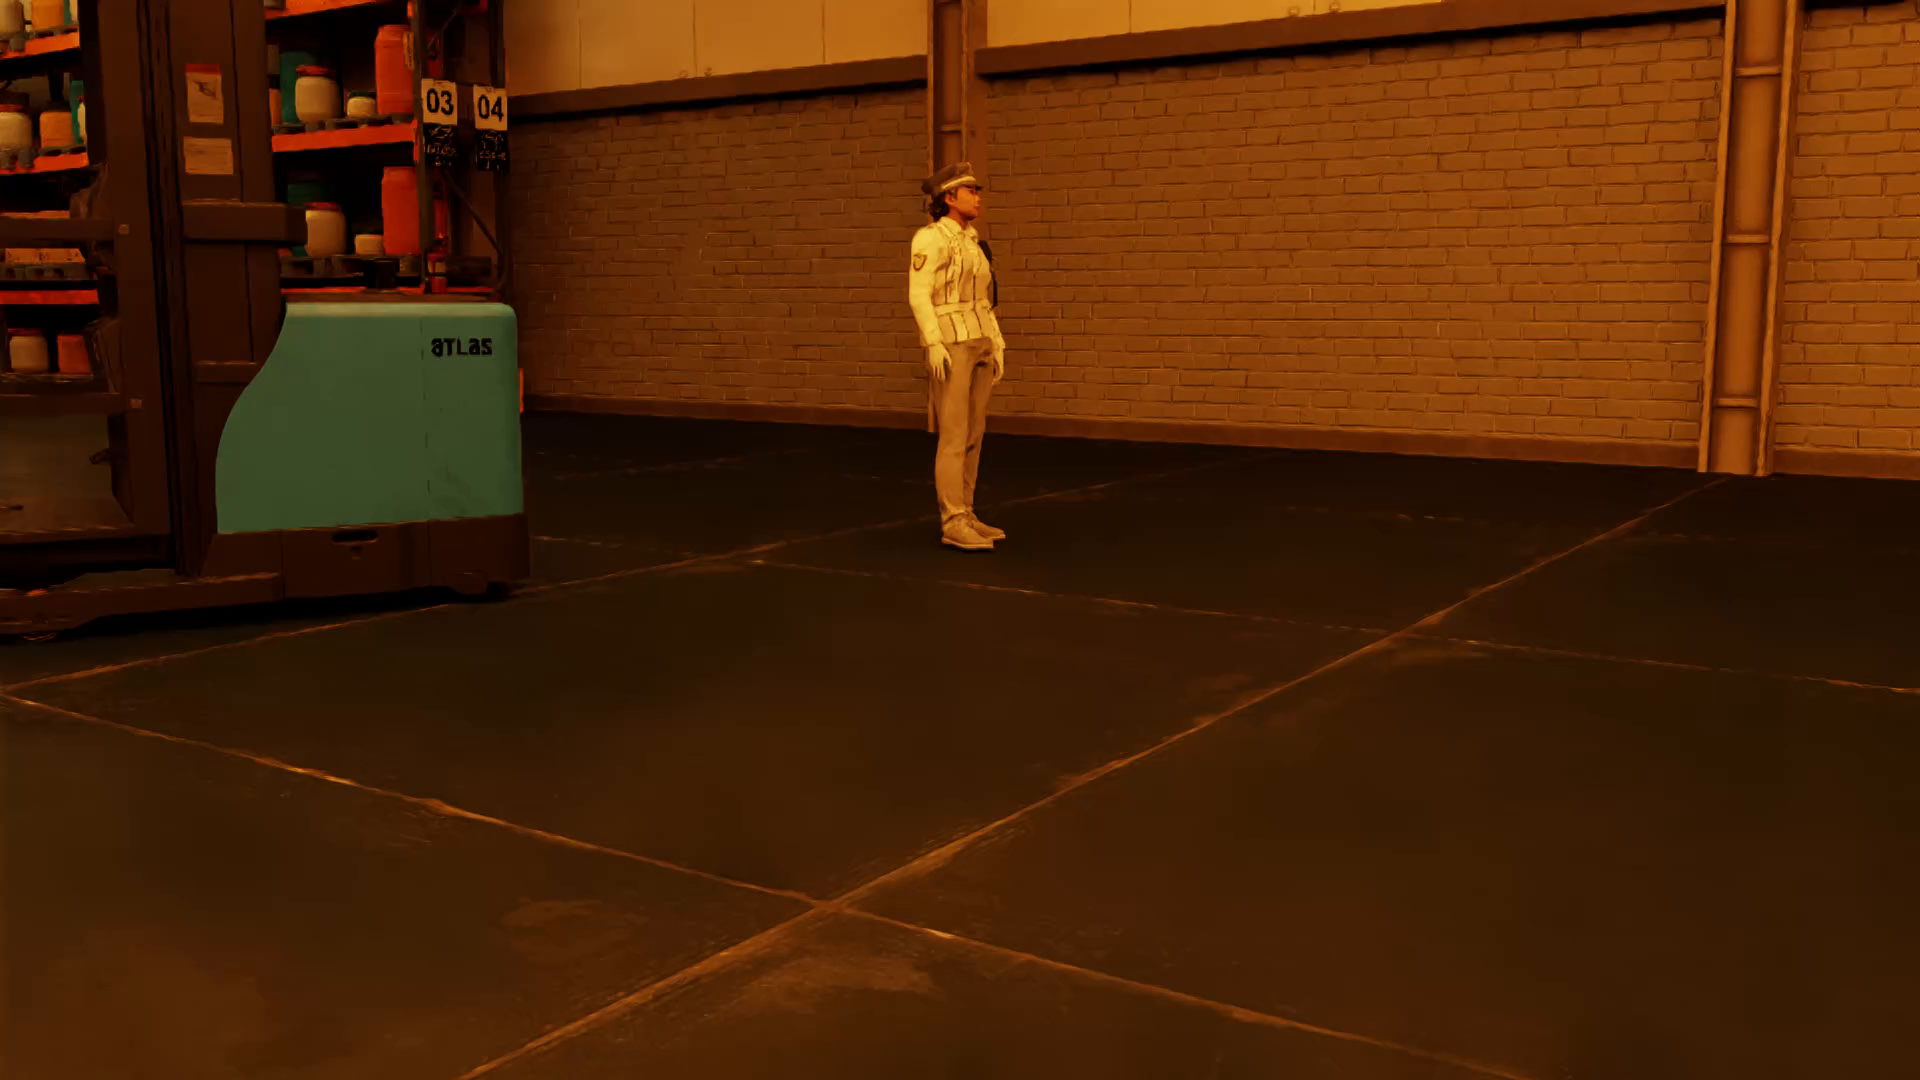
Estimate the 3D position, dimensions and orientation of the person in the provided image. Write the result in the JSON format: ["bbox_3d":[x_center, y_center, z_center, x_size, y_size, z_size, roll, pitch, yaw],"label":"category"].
[{"bbox_3d":[0.052,-0.840,7.440,0.532,1.695,0.586,5,10,34],"label":"person"}]

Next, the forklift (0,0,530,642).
[{"bbox_3d":[-3.127,-1.196,5.606,3.031,2.935,1.130,-5,9,-30],"label":"forklift"}]
